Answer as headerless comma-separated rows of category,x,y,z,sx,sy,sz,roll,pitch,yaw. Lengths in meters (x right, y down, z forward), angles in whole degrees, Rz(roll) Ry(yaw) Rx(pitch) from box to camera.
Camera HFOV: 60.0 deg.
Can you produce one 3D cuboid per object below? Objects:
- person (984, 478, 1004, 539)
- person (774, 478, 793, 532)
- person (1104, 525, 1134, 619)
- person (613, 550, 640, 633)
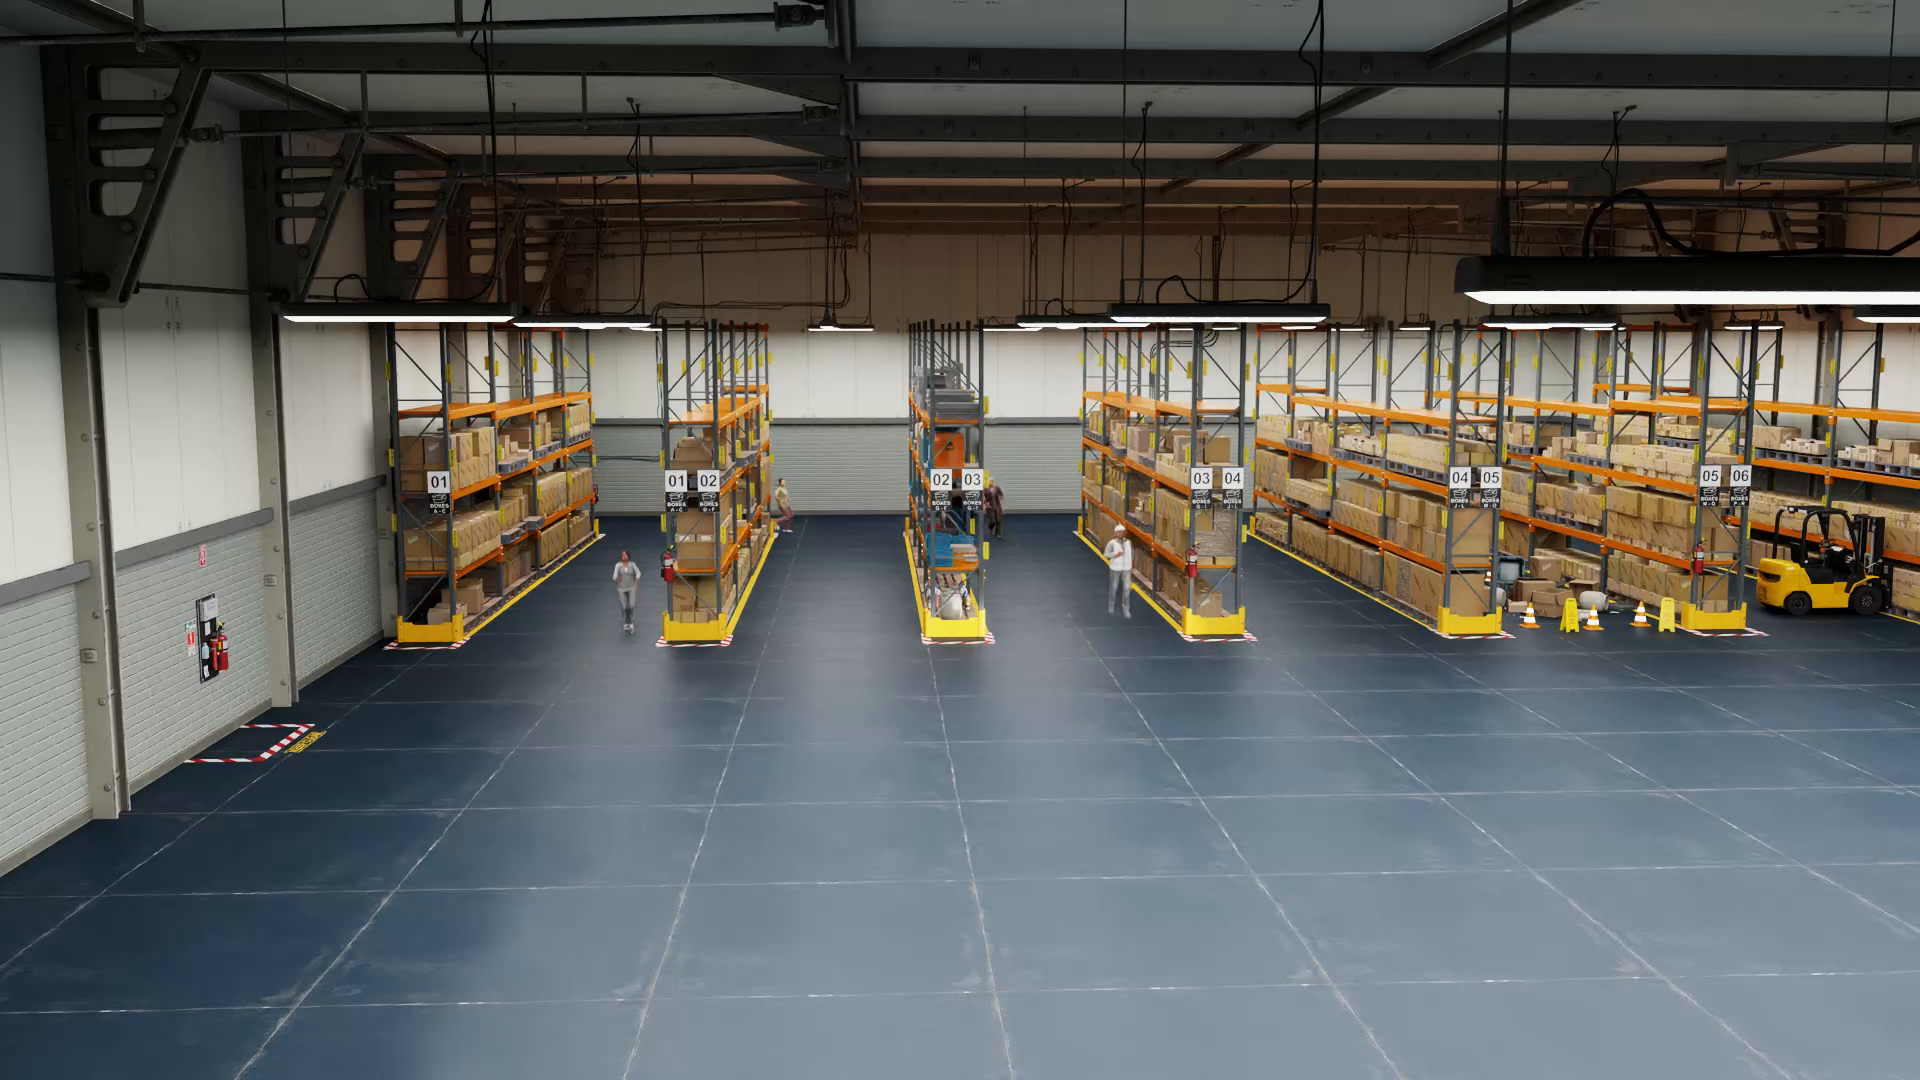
person,0.898,-0.900,46.804,0.738,1.718,0.696,-3,8,-20
person,-5.149,-1.004,48.193,0.551,1.596,0.584,2,7,13
person,3.149,0.591,32.764,0.691,1.798,0.881,-2,7,-12
person,-6.402,0.990,31.958,0.517,1.601,0.633,-1,7,-11
